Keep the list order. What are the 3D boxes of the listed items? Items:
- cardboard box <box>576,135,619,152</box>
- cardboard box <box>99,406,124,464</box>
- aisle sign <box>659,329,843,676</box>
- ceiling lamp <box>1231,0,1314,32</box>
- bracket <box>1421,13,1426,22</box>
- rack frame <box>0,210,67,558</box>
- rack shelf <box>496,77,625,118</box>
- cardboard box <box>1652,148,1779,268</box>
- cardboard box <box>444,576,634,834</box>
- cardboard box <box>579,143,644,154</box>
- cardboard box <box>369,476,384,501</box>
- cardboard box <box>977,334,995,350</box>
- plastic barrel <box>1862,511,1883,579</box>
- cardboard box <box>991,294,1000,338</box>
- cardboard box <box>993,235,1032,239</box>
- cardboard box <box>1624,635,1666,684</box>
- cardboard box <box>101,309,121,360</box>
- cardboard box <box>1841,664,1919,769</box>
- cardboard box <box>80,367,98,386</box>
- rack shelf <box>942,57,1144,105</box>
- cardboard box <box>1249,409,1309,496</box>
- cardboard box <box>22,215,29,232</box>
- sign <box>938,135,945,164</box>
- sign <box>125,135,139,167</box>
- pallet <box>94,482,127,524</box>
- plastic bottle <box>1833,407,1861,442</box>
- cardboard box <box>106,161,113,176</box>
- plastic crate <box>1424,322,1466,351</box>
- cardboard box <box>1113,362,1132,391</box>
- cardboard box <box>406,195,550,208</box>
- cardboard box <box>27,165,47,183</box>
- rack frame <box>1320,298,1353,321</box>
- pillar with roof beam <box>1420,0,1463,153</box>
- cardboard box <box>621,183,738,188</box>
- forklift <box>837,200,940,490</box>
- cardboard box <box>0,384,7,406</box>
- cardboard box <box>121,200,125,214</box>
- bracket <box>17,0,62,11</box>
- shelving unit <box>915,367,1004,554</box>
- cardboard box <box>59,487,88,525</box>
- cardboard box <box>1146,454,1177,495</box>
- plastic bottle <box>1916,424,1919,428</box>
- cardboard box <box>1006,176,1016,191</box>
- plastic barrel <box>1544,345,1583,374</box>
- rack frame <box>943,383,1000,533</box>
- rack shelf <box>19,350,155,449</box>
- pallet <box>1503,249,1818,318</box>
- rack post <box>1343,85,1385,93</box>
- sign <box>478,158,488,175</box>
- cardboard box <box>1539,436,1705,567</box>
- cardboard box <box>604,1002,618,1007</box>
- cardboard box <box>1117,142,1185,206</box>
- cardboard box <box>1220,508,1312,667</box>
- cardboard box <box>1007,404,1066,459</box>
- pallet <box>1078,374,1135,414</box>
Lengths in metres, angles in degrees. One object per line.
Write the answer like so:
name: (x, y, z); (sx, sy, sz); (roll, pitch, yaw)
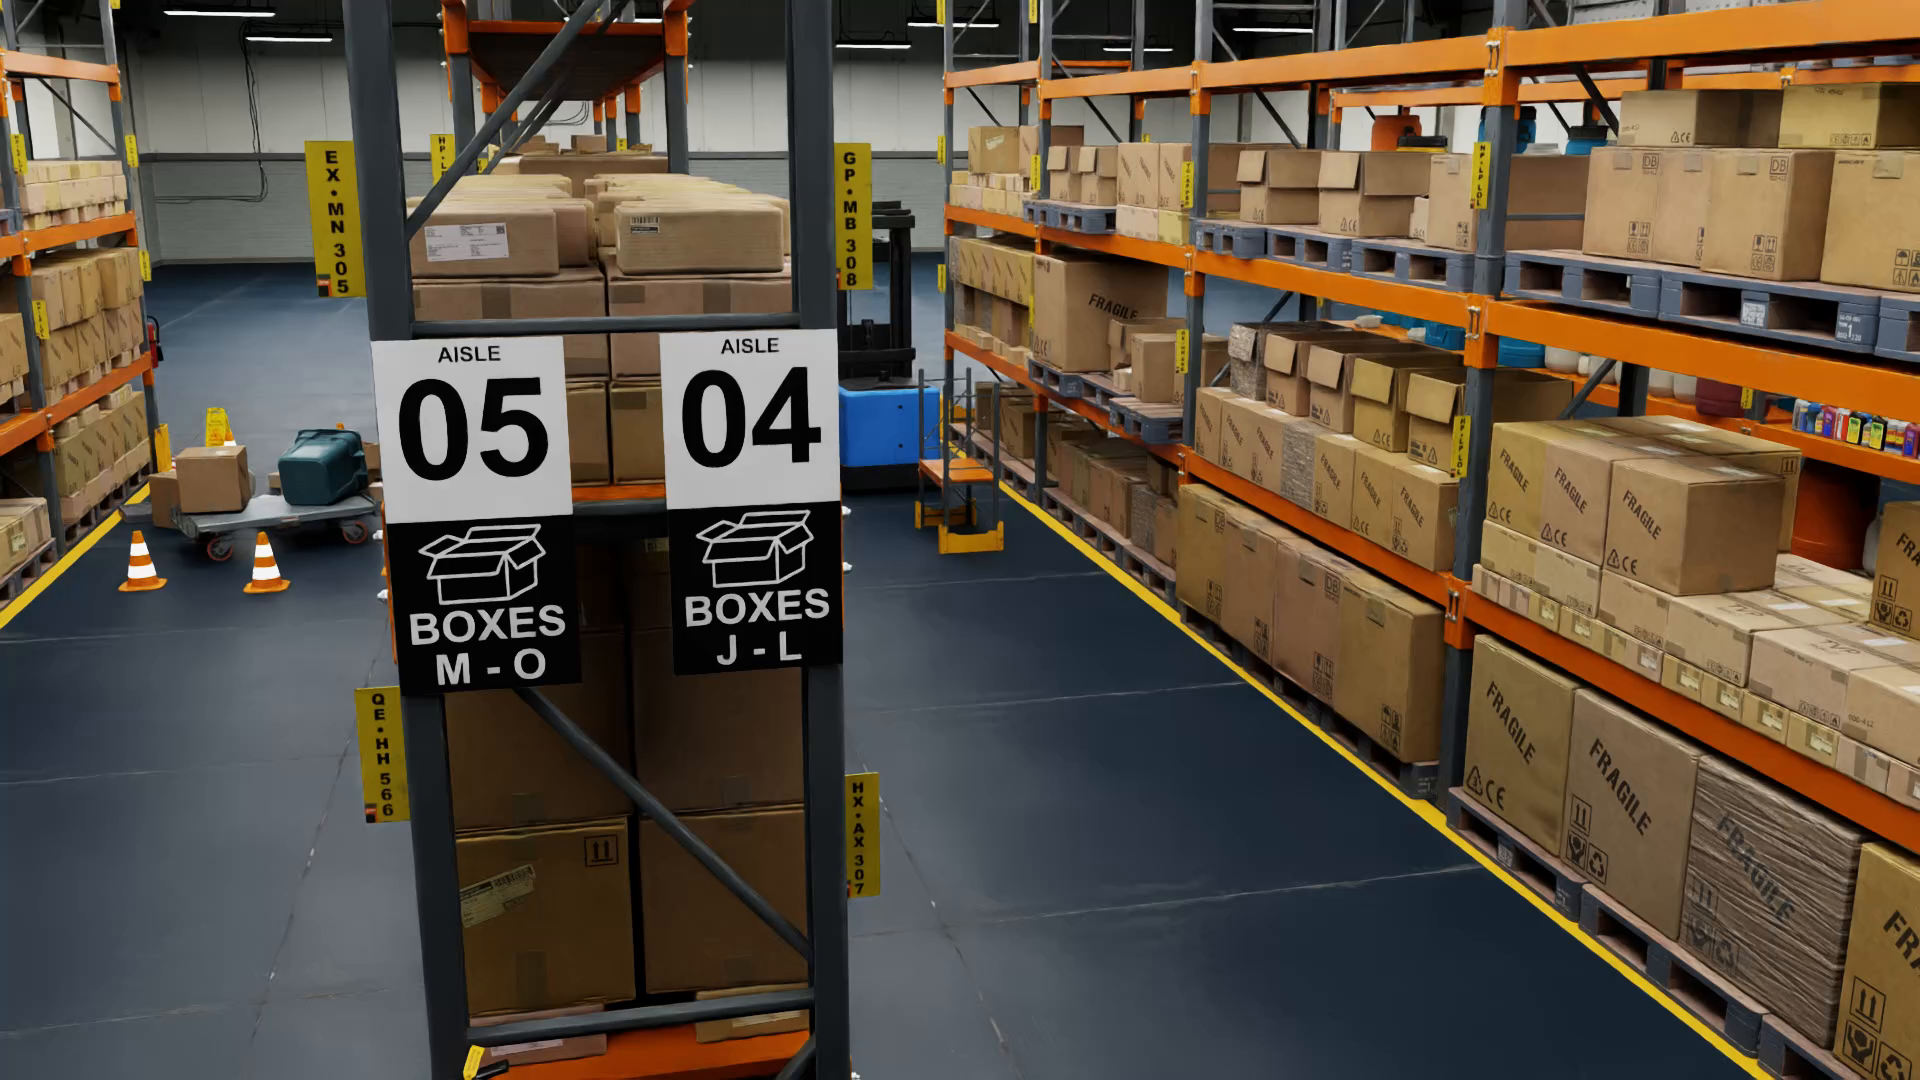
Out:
cardboard box: (-3.349, -3.664, 15.359); (0.380, 0.149, 0.250); (-3, 14, -13)
cardboard box: (-8.642, -1.035, 16.493); (0.500, 0.500, 0.500); (-4, 14, -15)
aisle sign: (-0.467, -0.080, 3.781); (0.394, 0.787, 0.004); (-3, 14, -13)
ceiling lamp: (6.941, -12.878, 36.701); (2.000, 3.185, 0.800); (-3, 14, -13)
bracket: (11.091, -12.368, 39.329); (0.235, 0.232, 0.430); (-3, 14, -13)
rack frame: (-8.382, -1.287, 14.196); (1.000, 3.000, 0.127); (-3, 14, -13)
rack shelf: (-3.124, -3.495, 12.953); (1.077, 0.370, 4.000); (-3, 14, -13)
cardboard box: (3.494, -1.450, 7.239); (0.700, 0.500, 0.500); (-3, 14, -10)
cardboard box: (-1.125, 0.412, 4.299); (0.500, 0.500, 0.500); (-4, 14, -14)
cardboard box: (-2.172, -2.344, 10.381); (0.396, 0.266, 0.258); (-3, 14, -13)
cardboard box: (-5.788, -0.552, 16.948); (0.396, 0.266, 0.258); (-1, 14, -3)
cardboard box: (0.405, -2.209, 18.502); (0.380, 0.149, 0.250); (-3, 14, -13)
plastic barrel: (7.356, 0.049, 13.084); (0.421, 0.512, 0.421); (0, 14, 0)
cardboard box: (0.829, -2.484, 18.260); (0.875, 0.500, 0.500); (-3, 14, -13)
cardboard box: (0.681, -3.327, 19.605); (0.500, 0.500, 0.500); (-3, 14, -13)
cardboard box: (3.181, 0.514, 7.354); (0.380, 0.149, 0.250); (-3, 14, -13)
cardboard box: (-8.699, -2.061, 16.529); (0.500, 0.500, 0.500); (-3, 14, -13)
cardboard box: (3.579, 0.644, 5.985); (0.500, 0.250, 0.500); (-4, 14, -14)
cardboard box: (-8.435, -1.551, 15.807); (0.380, 0.149, 0.250); (-3, 14, -13)
rack shelf: (0.781, -4.864, 17.719); (1.077, 0.370, 4.000); (-3, 14, -13)
cardboard box: (2.287, -0.601, 11.178); (0.500, 0.500, 0.500); (-4, 14, -14)
cardboard box: (-8.215, -2.708, 14.224); (0.380, 0.149, 0.250); (-4, 14, -14)
sign: (-0.216, -4.613, 19.650); (0.100, 0.325, 0.005); (-3, 14, -13)
sign: (-8.777, -4.123, 17.620); (0.100, 0.325, 0.005); (-3, 14, -13)
pallet: (-8.864, -0.367, 16.307); (1.003, 0.211, 1.213); (-3, 14, -13)
plastic bottle: (6.901, -0.907, 12.905); (0.152, 0.276, 0.135); (-3, 14, -13)
cardboard box: (-8.932, -3.809, 17.048); (0.380, 0.149, 0.250); (-3, 14, -12)
plastic crate: (5.541, -2.283, 18.588); (0.499, 0.251, 0.616); (-3, 14, -13)
cardboard box: (1.536, -1.425, 14.159); (0.396, 0.266, 0.258); (-4, 14, -15)
cardboard box: (-1.331, -0.875, 4.614); (0.380, 0.149, 0.250); (-3, 14, -12)
cardboard box: (-8.281, -3.220, 14.637); (0.380, 0.149, 0.250); (-4, 14, -15)
rack frame: (5.126, -3.038, 21.364); (1.000, 3.000, 0.127); (-3, 14, -13)
pillar with roof beam: (7.349, -10.304, 38.463); (9.100, 9.000, 0.548); (-3, 14, -13)
cardboard box: (-0.968, -1.150, 5.739); (0.380, 0.149, 0.250); (-4, 14, -14)
forklift: (-1.138, -2.242, 18.251); (1.130, 2.935, 3.031); (-4, 14, -18)
cardboard box: (-7.853, -1.146, 13.265); (0.380, 0.149, 0.250); (-4, 14, -14)
cardboard box: (-8.966, -3.478, 17.374); (0.380, 0.149, 0.250); (-3, 14, -13)
bracket: (-19.447, -11.250, 34.753); (0.076, 0.066, 4.783); (-3, 14, -13)
shelving unit: (-0.018, -0.746, 15.144); (0.587, 1.500, 1.083); (-3, 14, -13)
cardboard box: (-8.258, -0.306, 15.091); (0.500, 0.250, 0.500); (-4, 14, -16)
cardboard box: (1.869, -0.555, 13.960); (0.500, 0.250, 0.500); (-2, 14, -7)
plastic bottle: (7.601, -0.923, 13.126); (0.097, 0.201, 0.097); (0, 14, 0)
cardboard box: (0.687, -3.658, 17.058); (0.380, 0.149, 0.250); (-4, 14, -15)
plastic barrel: (6.077, -1.948, 16.617); (0.433, 0.535, 0.433); (0, 14, 0)
rack frame: (0.099, -0.631, 14.673); (0.500, 1.500, 0.032); (-3, 14, -13)
rack shelf: (-8.852, -1.399, 16.170); (1.077, 0.370, 4.000); (-3, 14, -13)
pallet: (3.312, -1.218, 7.782); (1.003, 0.211, 1.213); (-3, 14, -13)
rack post: (5.180, -5.528, 19.968); (0.937, 0.300, 0.954); (-2, 14, -7)
sign: (-3.196, -2.381, 11.098); (0.100, 0.325, 0.005); (-3, 14, -13)
cardboard box: (3.102, -0.191, 7.819); (0.500, 0.500, 0.500); (-3, 14, -13)
cardboard box: (-1.149, 1.186, 4.606); (0.380, 0.149, 0.250); (-3, 14, -13)
cardboard box: (1.603, -2.994, 13.599); (0.500, 0.500, 0.500); (-3, 14, -12)
cardboard box: (2.534, 0.278, 11.382); (1.225, 0.875, 0.875); (-3, 14, -13)
cardboard box: (0.832, -1.194, 18.198); (0.500, 0.500, 0.500); (-5, 14, -18)
pallet: (1.686, -1.277, 14.563); (1.003, 0.211, 1.213); (-3, 14, -13)
